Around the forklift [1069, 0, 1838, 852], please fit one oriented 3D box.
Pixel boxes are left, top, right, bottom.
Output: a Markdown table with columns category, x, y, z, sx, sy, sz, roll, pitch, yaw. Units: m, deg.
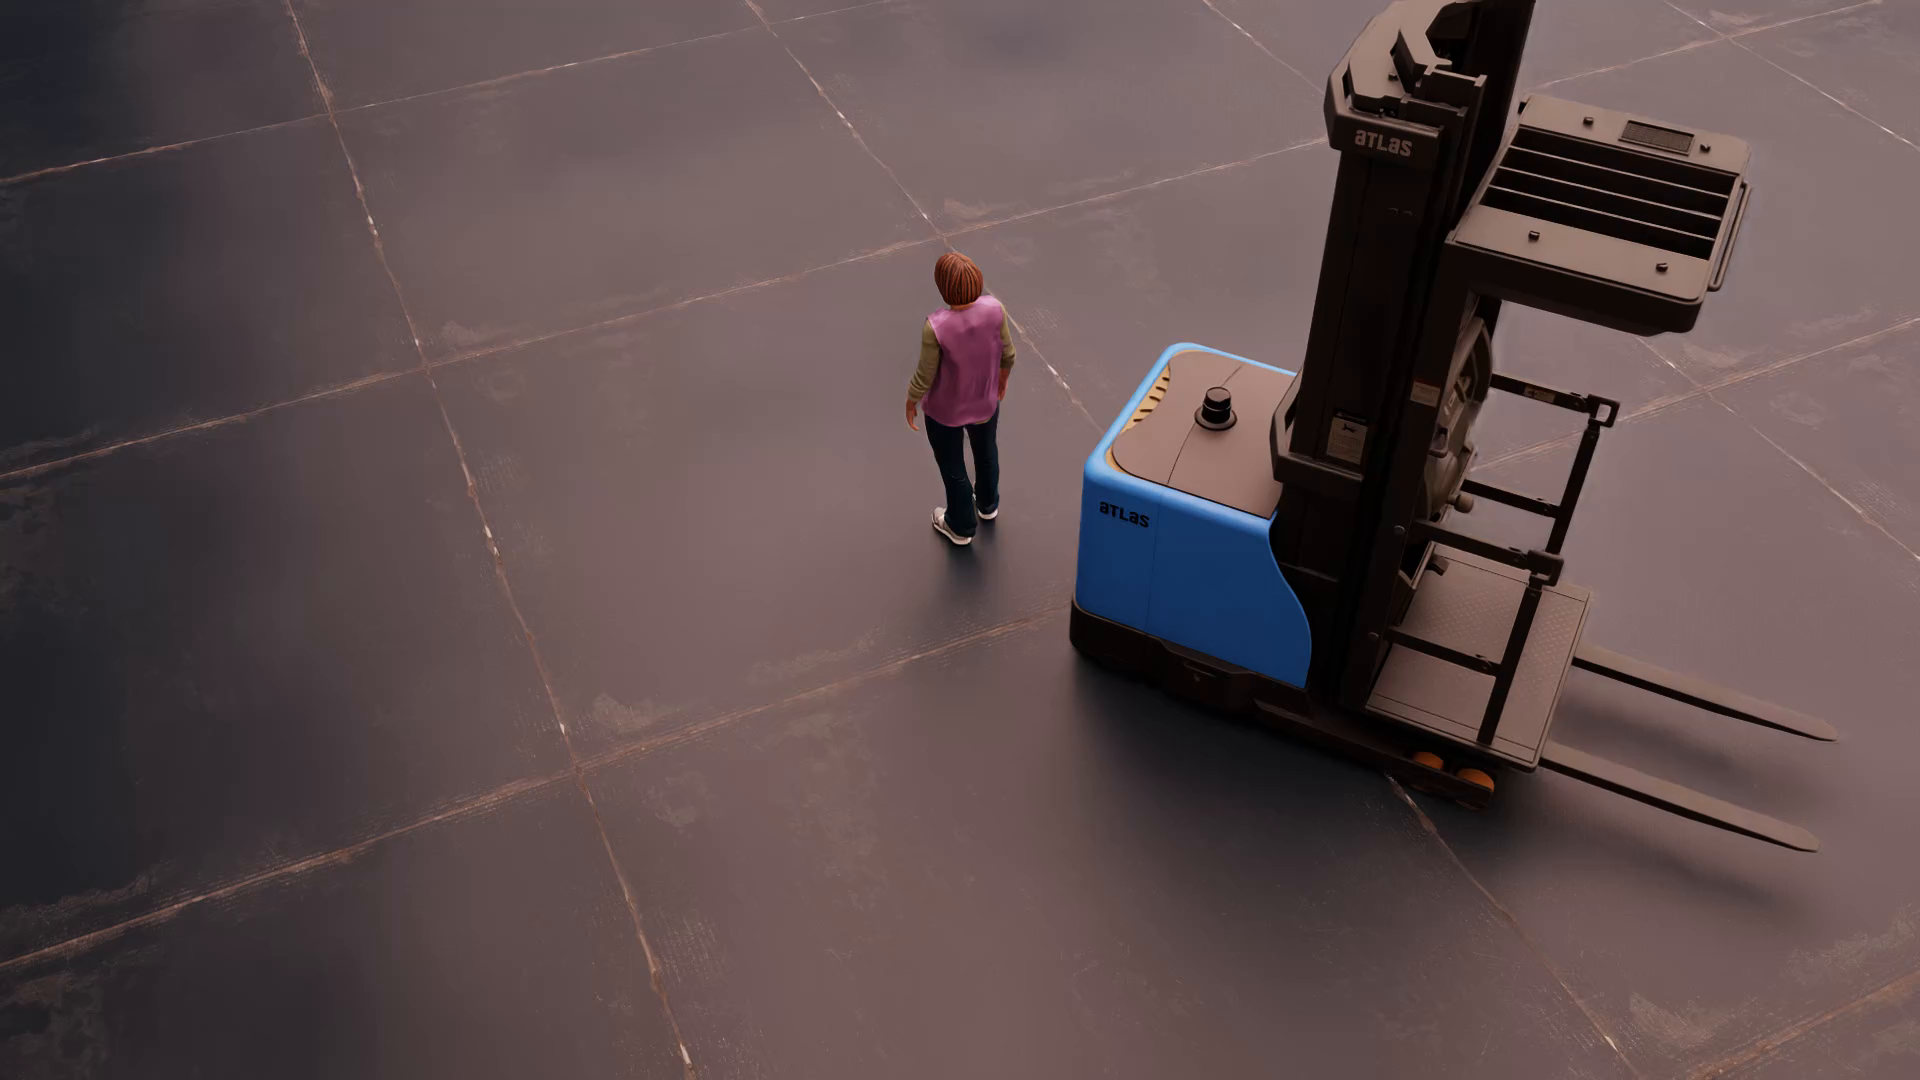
| category | x | y | z | sx | sy | sz | roll | pitch | yaw |
| --- | --- | --- | --- | --- | --- | --- | --- | --- | --- |
| forklift | 2.028 | -0.411 | 6.120 | 3.031 | 2.935 | 1.130 | 19 | 46 | 19 |

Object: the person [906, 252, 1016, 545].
| category | x | y | z | sx | sy | sz | roll | pitch | yaw |
| --- | --- | --- | --- | --- | --- | --- | --- | --- | --- |
| person | -0.020 | -0.642 | 7.340 | 0.515 | 1.600 | 0.466 | -17 | 46 | -18 |
